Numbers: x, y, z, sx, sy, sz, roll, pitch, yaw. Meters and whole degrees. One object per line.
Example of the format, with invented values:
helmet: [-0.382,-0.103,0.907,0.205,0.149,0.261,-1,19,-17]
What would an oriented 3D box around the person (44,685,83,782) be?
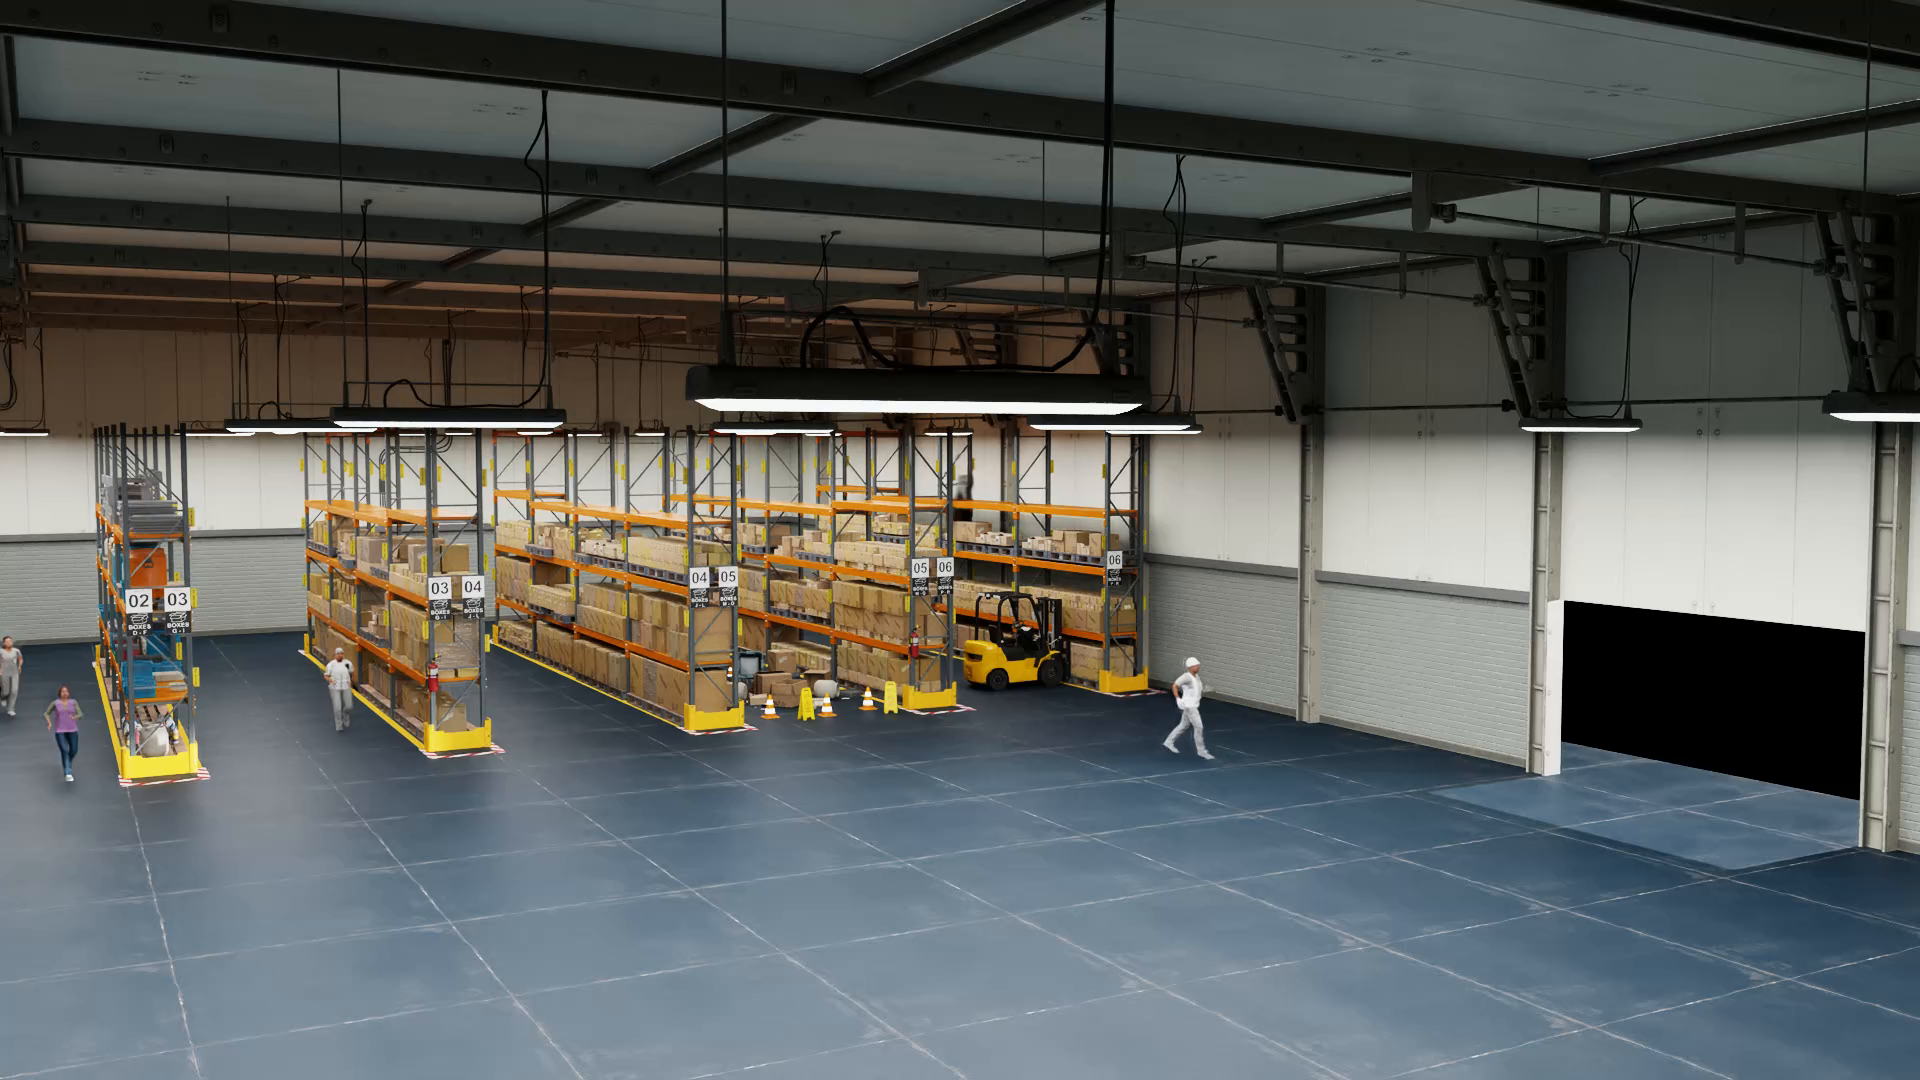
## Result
person: [-15.035,3.233,27.943,0.548,1.562,0.816,-3,4,-38]

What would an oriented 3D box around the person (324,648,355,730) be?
person: [-12.161,2.930,32.668,0.599,1.621,0.557,-2,4,-28]

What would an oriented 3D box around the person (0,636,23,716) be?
person: [-19.815,2.815,34.650,0.571,1.639,0.715,-3,5,-41]

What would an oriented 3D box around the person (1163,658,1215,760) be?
person: [4.105,2.998,29.765,0.956,1.803,0.674,1,4,19]
